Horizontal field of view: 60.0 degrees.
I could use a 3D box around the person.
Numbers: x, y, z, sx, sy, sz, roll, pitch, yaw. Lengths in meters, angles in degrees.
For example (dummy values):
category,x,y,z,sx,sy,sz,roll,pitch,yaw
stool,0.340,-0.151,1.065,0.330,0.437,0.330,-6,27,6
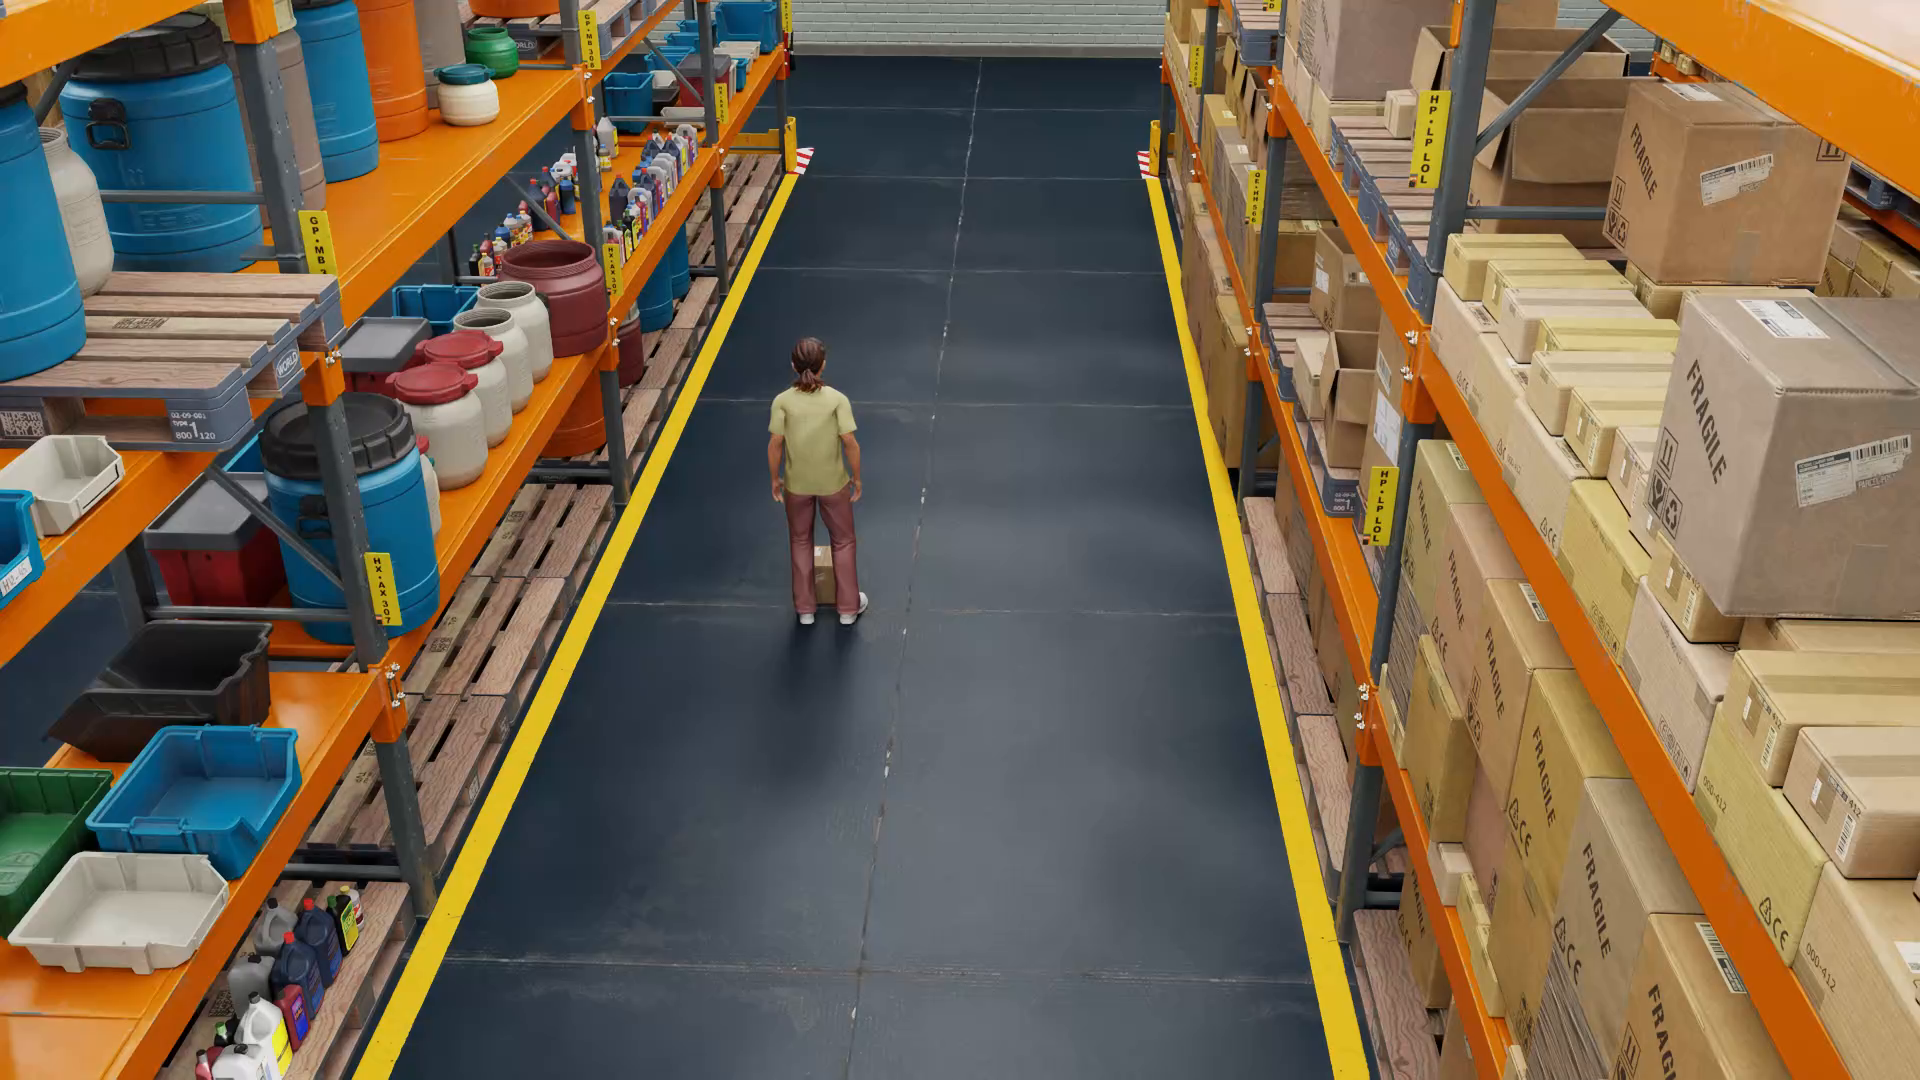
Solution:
category,x,y,z,sx,sy,sz,roll,pitch,yaw
person,-0.785,-0.309,9.202,0.498,1.672,0.354,1,28,2
